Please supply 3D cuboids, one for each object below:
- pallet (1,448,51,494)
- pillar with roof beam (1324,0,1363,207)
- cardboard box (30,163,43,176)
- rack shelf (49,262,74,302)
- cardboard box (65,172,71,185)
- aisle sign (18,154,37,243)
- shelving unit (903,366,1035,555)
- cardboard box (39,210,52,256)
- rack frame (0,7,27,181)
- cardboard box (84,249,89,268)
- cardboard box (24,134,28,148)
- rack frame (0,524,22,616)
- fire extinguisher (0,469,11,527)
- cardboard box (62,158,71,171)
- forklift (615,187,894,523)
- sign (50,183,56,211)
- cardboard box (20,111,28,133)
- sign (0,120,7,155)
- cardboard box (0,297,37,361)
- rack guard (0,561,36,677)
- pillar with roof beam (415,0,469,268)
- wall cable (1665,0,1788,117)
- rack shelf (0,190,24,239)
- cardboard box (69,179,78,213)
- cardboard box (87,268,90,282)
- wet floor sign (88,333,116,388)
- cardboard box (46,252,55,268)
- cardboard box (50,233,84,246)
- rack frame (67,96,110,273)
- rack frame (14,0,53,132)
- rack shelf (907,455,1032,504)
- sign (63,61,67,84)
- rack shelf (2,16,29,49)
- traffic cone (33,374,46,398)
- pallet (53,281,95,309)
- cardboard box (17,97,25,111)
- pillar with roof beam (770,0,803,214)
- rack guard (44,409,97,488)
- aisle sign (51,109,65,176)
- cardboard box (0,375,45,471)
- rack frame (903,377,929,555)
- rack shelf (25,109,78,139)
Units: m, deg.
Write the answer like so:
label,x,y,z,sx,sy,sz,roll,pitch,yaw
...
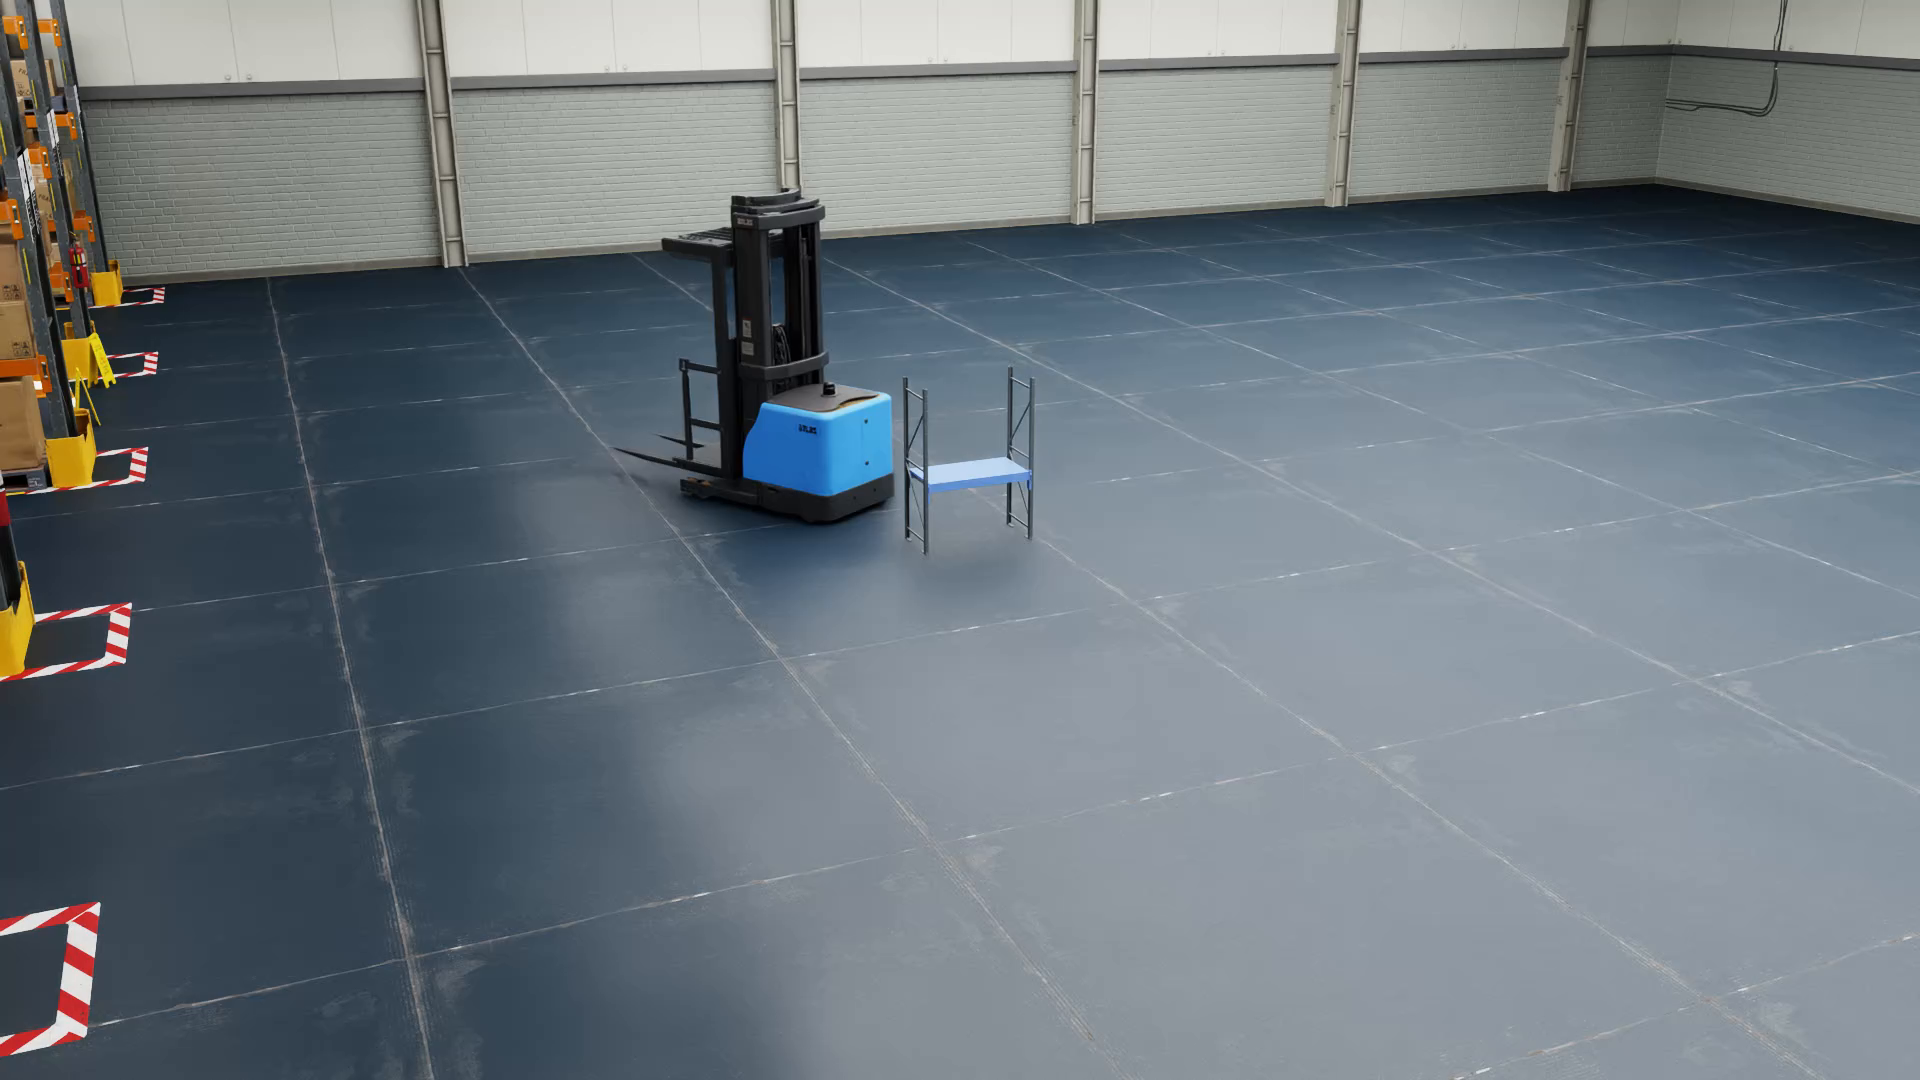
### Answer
label,x,y,z,sx,sy,sz,roll,pitch,yaw
pallet,-9.798,-0.674,16.651,1.213,0.211,1.003,-8,21,-22
pillar with roof beam,9.628,-9.985,29.863,0.400,9.000,9.100,-8,21,-22
cardboard box,-13.578,-5.468,24.492,0.250,0.149,0.380,-8,21,-22
rack shelf,-12.985,-3.012,20.176,4.000,0.370,1.077,-8,21,-22
cardboard box,-13.325,-5.349,24.604,0.250,0.149,0.380,-8,21,-21
aisle sign,-8.911,-3.262,15.889,0.004,0.787,0.394,-8,21,-22
shelving unit,0.078,-0.719,14.838,1.048,1.500,0.538,-8,21,-22
cardboard box,-11.693,-3.824,20.801,0.500,0.500,0.500,-8,21,-23
rack frame,-9.095,-4.948,15.558,0.127,3.000,1.000,-8,21,-22
cardboard box,-13.632,-4.266,25.409,0.500,0.250,0.500,-8,21,-21
cardboard box,-11.365,-4.778,19.971,0.250,0.149,0.380,-8,21,-22
rack frame,-7.223,-0.592,12.220,0.127,3.000,1.000,-8,21,-22
fire extinguisher,-6.936,-0.430,11.877,0.183,0.674,0.296,-8,21,-22
cardboard box,-13.511,-5.642,24.987,0.250,0.149,0.380,-9,21,-23
forklift,-2.126,-1.911,16.069,3.031,2.935,1.130,14,24,34
sign,-10.947,-4.138,20.070,0.005,0.325,0.100,-8,21,-22
cardboard box,-11.716,-5.114,20.324,0.500,0.250,0.500,-9,21,-23
sign,-8.893,-3.746,15.447,0.005,0.325,0.100,-8,21,-22
cardboard box,-9.418,-2.126,16.351,0.550,0.550,0.875,-8,21,-22
rack guard,-7.293,0.597,12.607,0.348,0.500,1.175,-8,21,-22
pillar with roof beam,-6.900,-7.617,23.138,0.400,9.000,9.100,-8,21,-22
wall cable,16.661,-10.607,36.305,0.112,2.526,3.097,-8,21,-22
rack shelf,-10.932,-2.930,15.428,4.000,0.370,1.077,-8,21,-22
cardboard box,-13.683,-5.194,25.140,0.500,0.500,0.500,-7,21,-20
cardboard box,-13.647,-4.024,25.474,0.500,0.250,0.500,-8,21,-22
wet floor sign,-10.550,-2.202,20.339,0.232,0.644,0.267,-1,19,-3
cardboard box,-11.543,-3.514,20.897,0.250,0.149,0.380,-8,21,-22
cardboard box,-13.634,-4.495,25.306,0.500,0.250,0.500,-8,21,-23
rack frame,-13.118,-5.127,25.101,0.127,3.000,1.000,-8,21,-22
rack frame,-11.149,-6.444,19.807,0.127,3.000,1.000,-8,21,-22
rack shelf,0.078,-0.549,14.898,1.000,0.185,0.538,-8,21,-22
sign,-12.916,-6.755,23.994,0.005,0.325,0.100,-8,21,-22
rack shelf,-12.985,-5.840,19.180,4.000,0.370,1.077,-8,21,-22
traffic cone,-11.032,-1.968,19.947,0.334,0.463,0.336,-8,21,-22
pallet,-13.804,-3.699,25.242,1.213,0.211,1.003,-8,21,-22
cardboard box,-11.556,-5.302,20.258,0.250,0.149,0.380,-8,21,-22
pillar with roof beam,-1.391,-8.406,25.380,0.400,9.000,9.100,-8,21,-22
rack guard,-9.073,-0.942,16.978,0.348,0.500,1.175,-8,21,-22
aisle sign,-11.214,-4.943,20.663,0.004,0.787,0.394,-8,21,-22
cardboard box,-9.692,-1.205,16.527,0.875,0.875,0.875,-8,21,-22
rack frame,-0.388,-0.652,14.648,0.032,1.500,0.500,-8,21,-22
rack shelf,-14.955,-5.940,23.975,4.000,0.370,1.077,-8,21,-22
